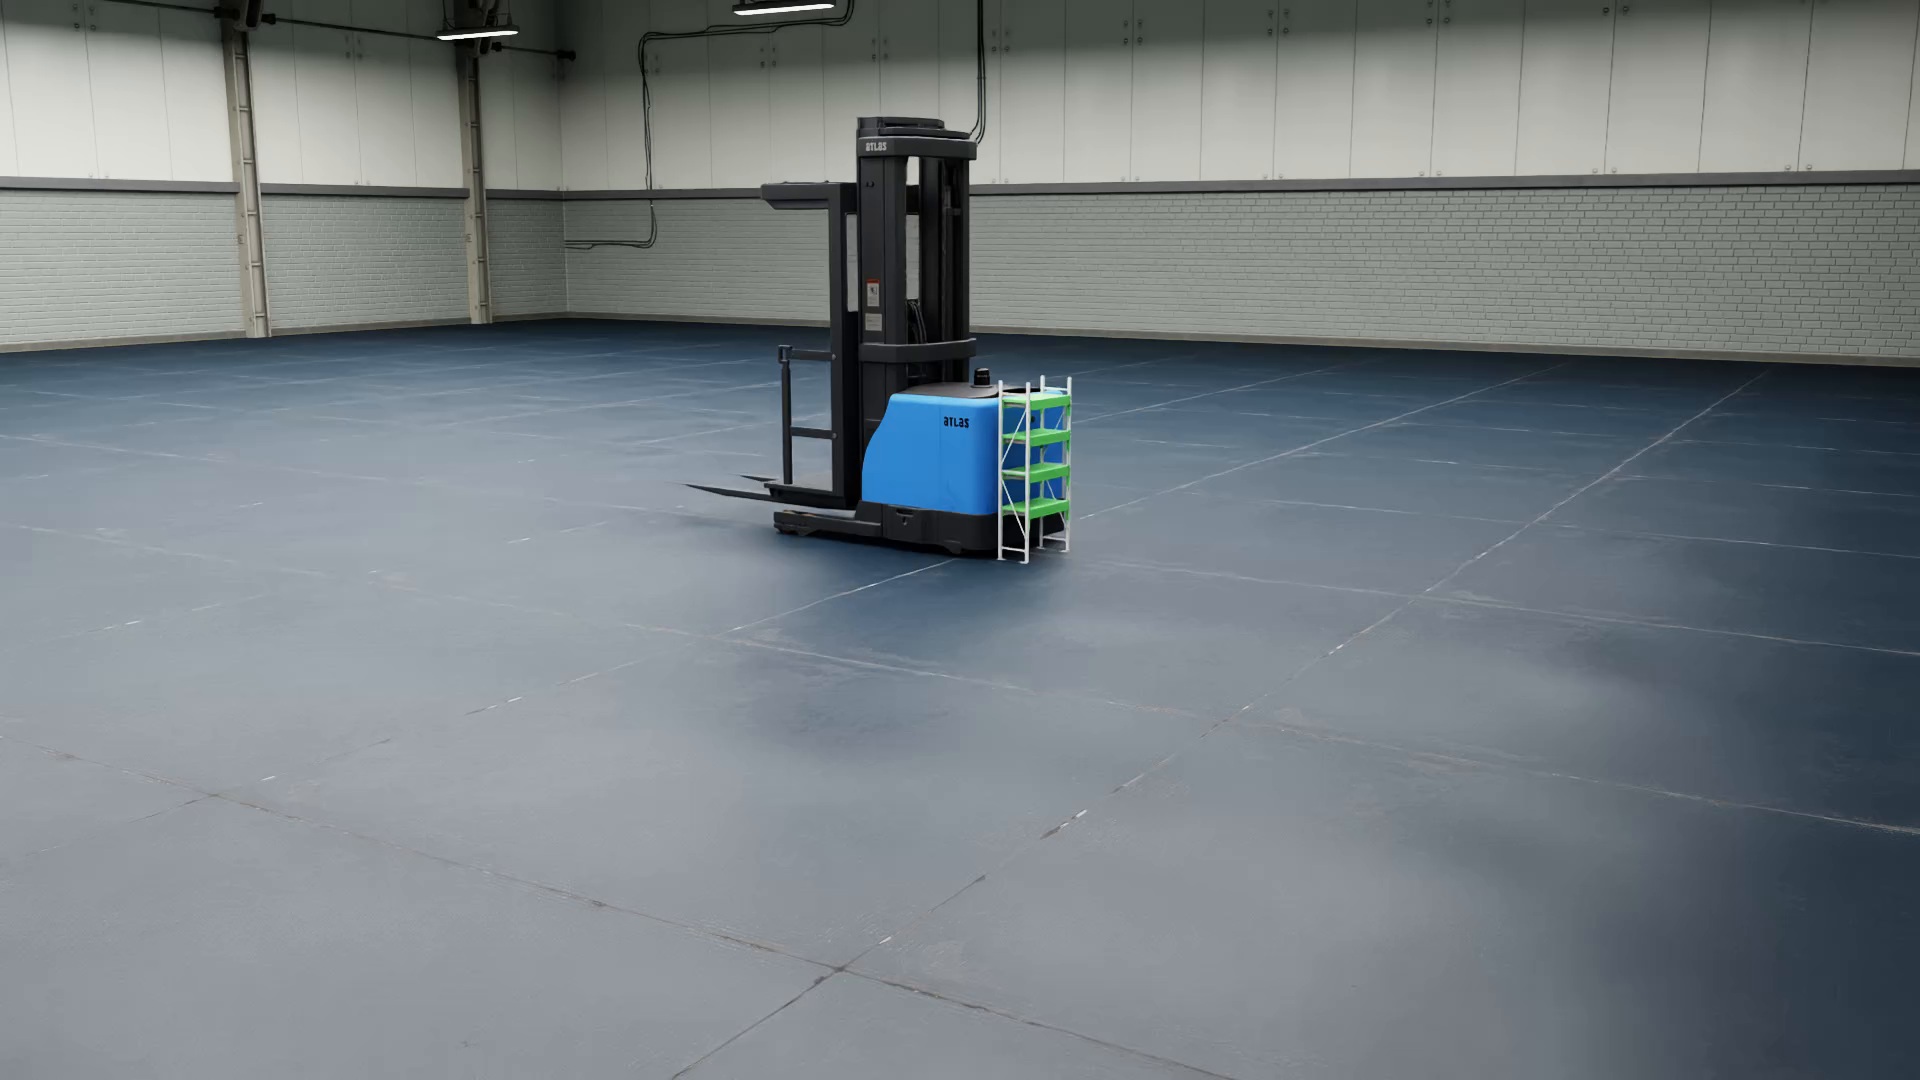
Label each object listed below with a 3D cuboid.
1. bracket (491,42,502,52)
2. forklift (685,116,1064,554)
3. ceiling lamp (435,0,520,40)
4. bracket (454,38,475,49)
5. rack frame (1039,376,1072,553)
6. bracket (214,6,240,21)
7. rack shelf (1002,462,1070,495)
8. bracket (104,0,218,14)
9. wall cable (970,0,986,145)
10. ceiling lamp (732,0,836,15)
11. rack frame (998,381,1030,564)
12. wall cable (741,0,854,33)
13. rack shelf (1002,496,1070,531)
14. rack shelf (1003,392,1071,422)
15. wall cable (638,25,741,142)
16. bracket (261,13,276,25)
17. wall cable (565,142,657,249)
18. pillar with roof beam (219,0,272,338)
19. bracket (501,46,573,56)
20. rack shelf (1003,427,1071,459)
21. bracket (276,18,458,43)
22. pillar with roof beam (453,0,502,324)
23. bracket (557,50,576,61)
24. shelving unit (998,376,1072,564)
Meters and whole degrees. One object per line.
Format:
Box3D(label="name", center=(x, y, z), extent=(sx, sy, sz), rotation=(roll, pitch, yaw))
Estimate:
Box3D(label="bracket", center=(-10.728, -11.319, 38.092), extent=(0.235, 0.232, 0.430), rotation=(6, 12, 31))
Box3D(label="forklift", center=(-0.741, -1.537, 12.112), extent=(3.031, 2.935, 1.130), rotation=(8, 13, 36))
Box3D(label="ceiling lamp", center=(-9.193, -11.326, 32.049), extent=(2.000, 3.185, 0.800), rotation=(6, 12, 31))
Box3D(label="bracket", center=(-11.159, -11.188, 37.395), extent=(0.235, 0.232, 0.430), rotation=(6, 12, 31))
Box3D(label="rack frame", center=(0.651, -0.517, 11.370), extent=(0.240, 1.200, 0.015), rotation=(8, 13, 36))
Box3D(label="bracket", center=(-14.274, -10.245, 32.355), extent=(0.235, 0.232, 0.430), rotation=(6, 12, 31))
Box3D(label="rack shelf", center=(0.504, -0.418, 11.190), extent=(0.258, 0.148, 0.480), rotation=(8, 13, 36))
Box3D(label="bracket", center=(-15.611, -9.839, 30.190), extent=(0.076, 0.066, 4.783), rotation=(6, 12, 31))
Box3D(label="wall cable", center=(-0.481, -10.617, 34.885), extent=(2.305, 6.003, 0.169), rotation=(6, 12, 31))
Box3D(label="ceiling lamp", center=(-2.877, -10.620, 28.278), extent=(2.000, 3.185, 0.800), rotation=(6, 12, 31))
Box3D(label="rack frame", center=(0.357, -0.445, 10.987), extent=(0.240, 1.200, 0.015), rotation=(8, 13, 36))
Box3D(label="wall cable", center=(-3.630, -12.493, 36.499), extent=(3.097, 2.526, 0.112), rotation=(6, 12, 31))
Box3D(label="rack shelf", center=(0.504, -0.183, 11.234), extent=(0.258, 0.148, 0.480), rotation=(8, 13, 36))
Box3D(label="rack shelf", center=(0.504, -0.890, 11.102), extent=(0.258, 0.148, 0.480), rotation=(8, 13, 36))
Box3D(label="wall cable", center=(-6.275, -10.553, 38.497), extent=(3.097, 2.526, 0.112), rotation=(6, 12, 31))
Box3D(label="bracket", center=(-13.843, -10.375, 33.052), extent=(0.235, 0.232, 0.430), rotation=(6, 12, 31))
Box3D(label="wall cable", center=(-8.587, -8.329, 40.342), extent=(3.097, 2.526, 0.112), rotation=(6, 12, 31))
Box3D(label="pillar with roof beam", center=(-10.682, -8.163, 31.019), extent=(9.100, 9.000, 0.548), rotation=(6, 12, 31))
Box3D(label="bracket", center=(-9.804, -11.599, 39.587), extent=(0.076, 0.066, 3.189), rotation=(6, 12, 31))
Box3D(label="rack shelf", center=(0.504, -0.654, 11.146), extent=(0.258, 0.148, 0.480), rotation=(8, 13, 36))
Box3D(label="bracket", center=(-12.496, -10.783, 35.231), extent=(0.076, 0.066, 4.783), rotation=(6, 12, 31))
Box3D(label="pillar with roof beam", center=(-7.567, -9.107, 36.059), extent=(9.100, 9.000, 0.548), rotation=(6, 12, 31))
Box3D(label="bracket", center=(-9.497, -11.692, 40.083), extent=(0.235, 0.232, 0.430), rotation=(6, 12, 31))
Box3D(label="shelving unit", center=(0.504, -0.481, 11.178), extent=(0.258, 1.200, 0.503), rotation=(8, 13, 36))
